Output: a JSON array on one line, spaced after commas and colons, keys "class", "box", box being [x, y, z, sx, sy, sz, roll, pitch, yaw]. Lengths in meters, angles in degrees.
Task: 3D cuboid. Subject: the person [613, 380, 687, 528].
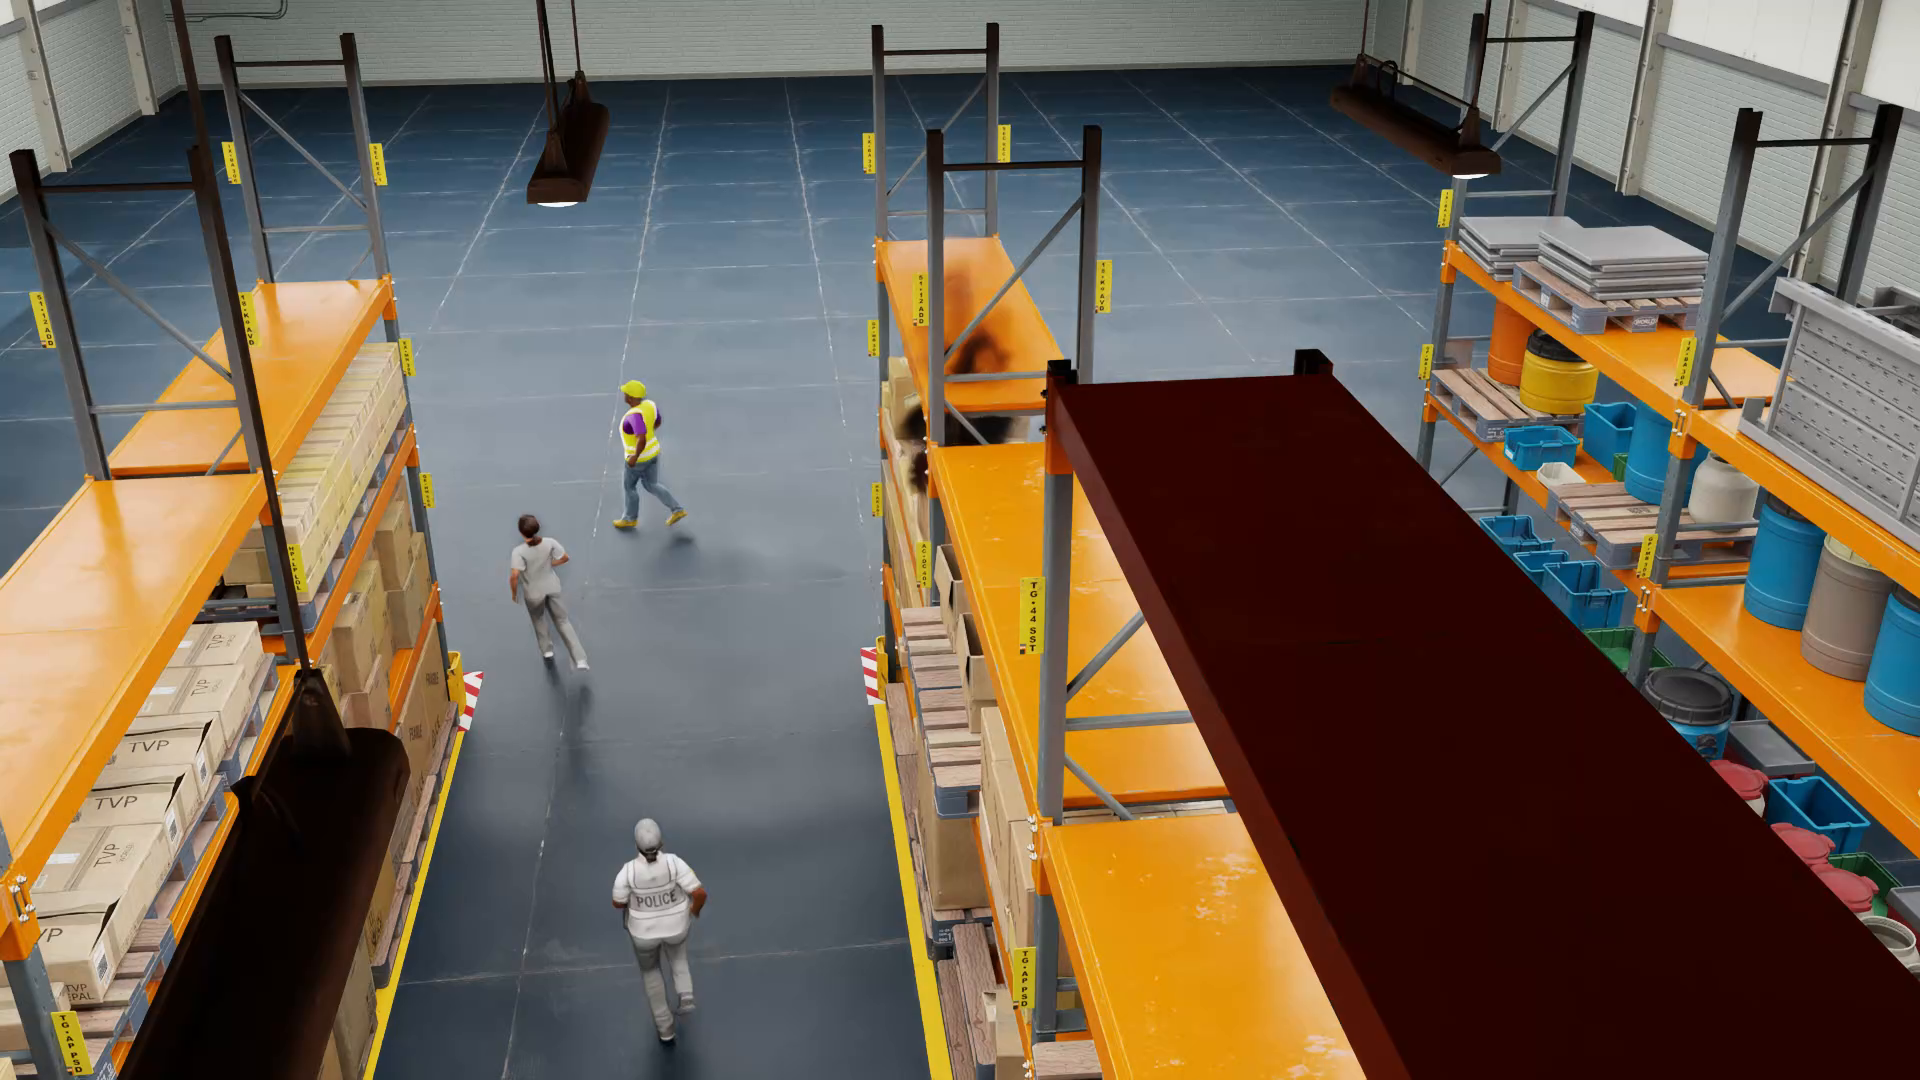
[{"class": "person", "box": [-3.508, -0.930, 18.406, 0.881, 1.772, 0.696, 11, 27, 21]}]

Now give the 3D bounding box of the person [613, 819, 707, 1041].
[{"class": "person", "box": [-2.028, 2.564, 11.217, 0.592, 1.627, 0.598, -9, 27, -18]}]

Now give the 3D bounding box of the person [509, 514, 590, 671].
[{"class": "person", "box": [-3.926, 0.502, 15.512, 0.621, 1.666, 0.928, -15, 29, -29]}]
